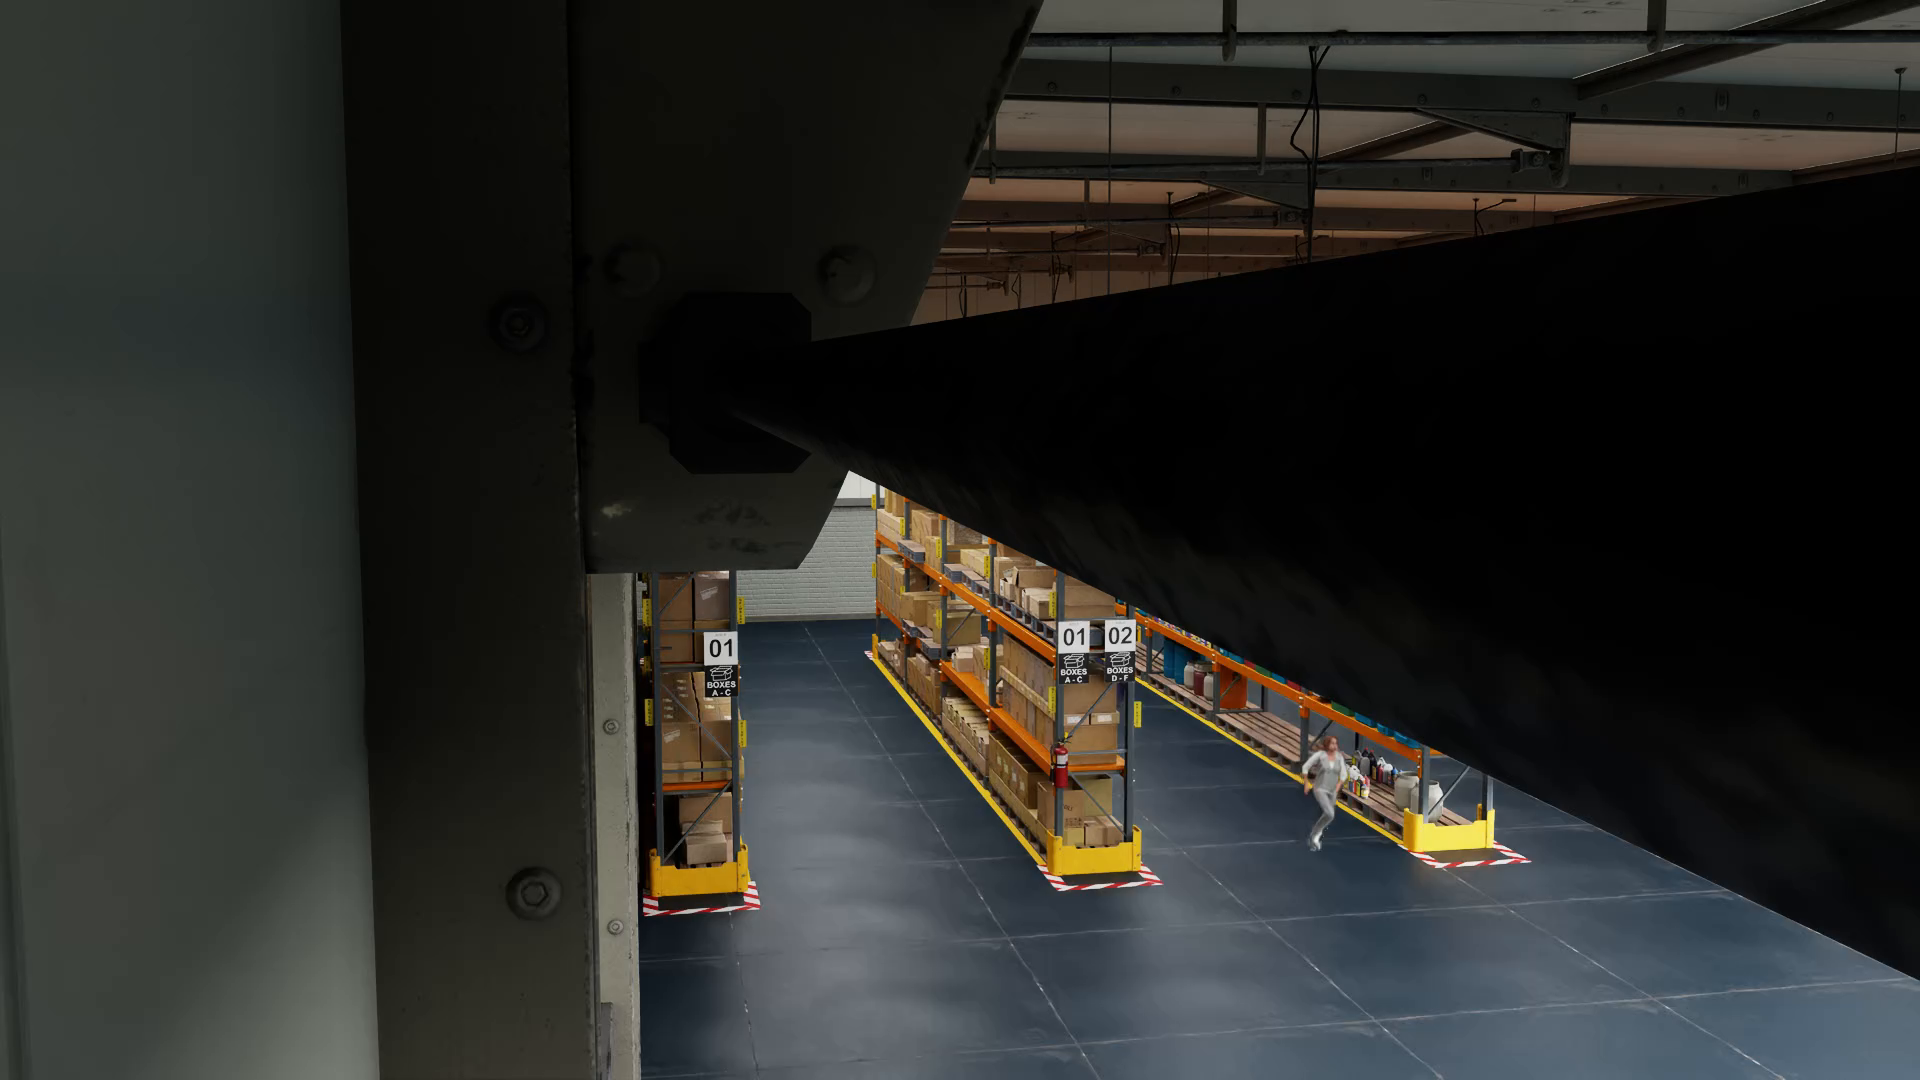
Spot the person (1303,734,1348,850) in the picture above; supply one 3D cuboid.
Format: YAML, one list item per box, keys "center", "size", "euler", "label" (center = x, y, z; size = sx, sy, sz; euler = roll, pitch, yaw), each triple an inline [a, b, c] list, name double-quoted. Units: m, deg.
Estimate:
- center: [4.823, 3.328, 21.825]
  size: [0.542, 1.557, 0.585]
  euler: [-2, 6, -16]
  label: "person"

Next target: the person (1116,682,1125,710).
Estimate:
- center: [2.870, 2.231, 29.587]
  size: [0.559, 1.644, 0.567]
  euler: [-1, 6, -11]
  label: "person"
